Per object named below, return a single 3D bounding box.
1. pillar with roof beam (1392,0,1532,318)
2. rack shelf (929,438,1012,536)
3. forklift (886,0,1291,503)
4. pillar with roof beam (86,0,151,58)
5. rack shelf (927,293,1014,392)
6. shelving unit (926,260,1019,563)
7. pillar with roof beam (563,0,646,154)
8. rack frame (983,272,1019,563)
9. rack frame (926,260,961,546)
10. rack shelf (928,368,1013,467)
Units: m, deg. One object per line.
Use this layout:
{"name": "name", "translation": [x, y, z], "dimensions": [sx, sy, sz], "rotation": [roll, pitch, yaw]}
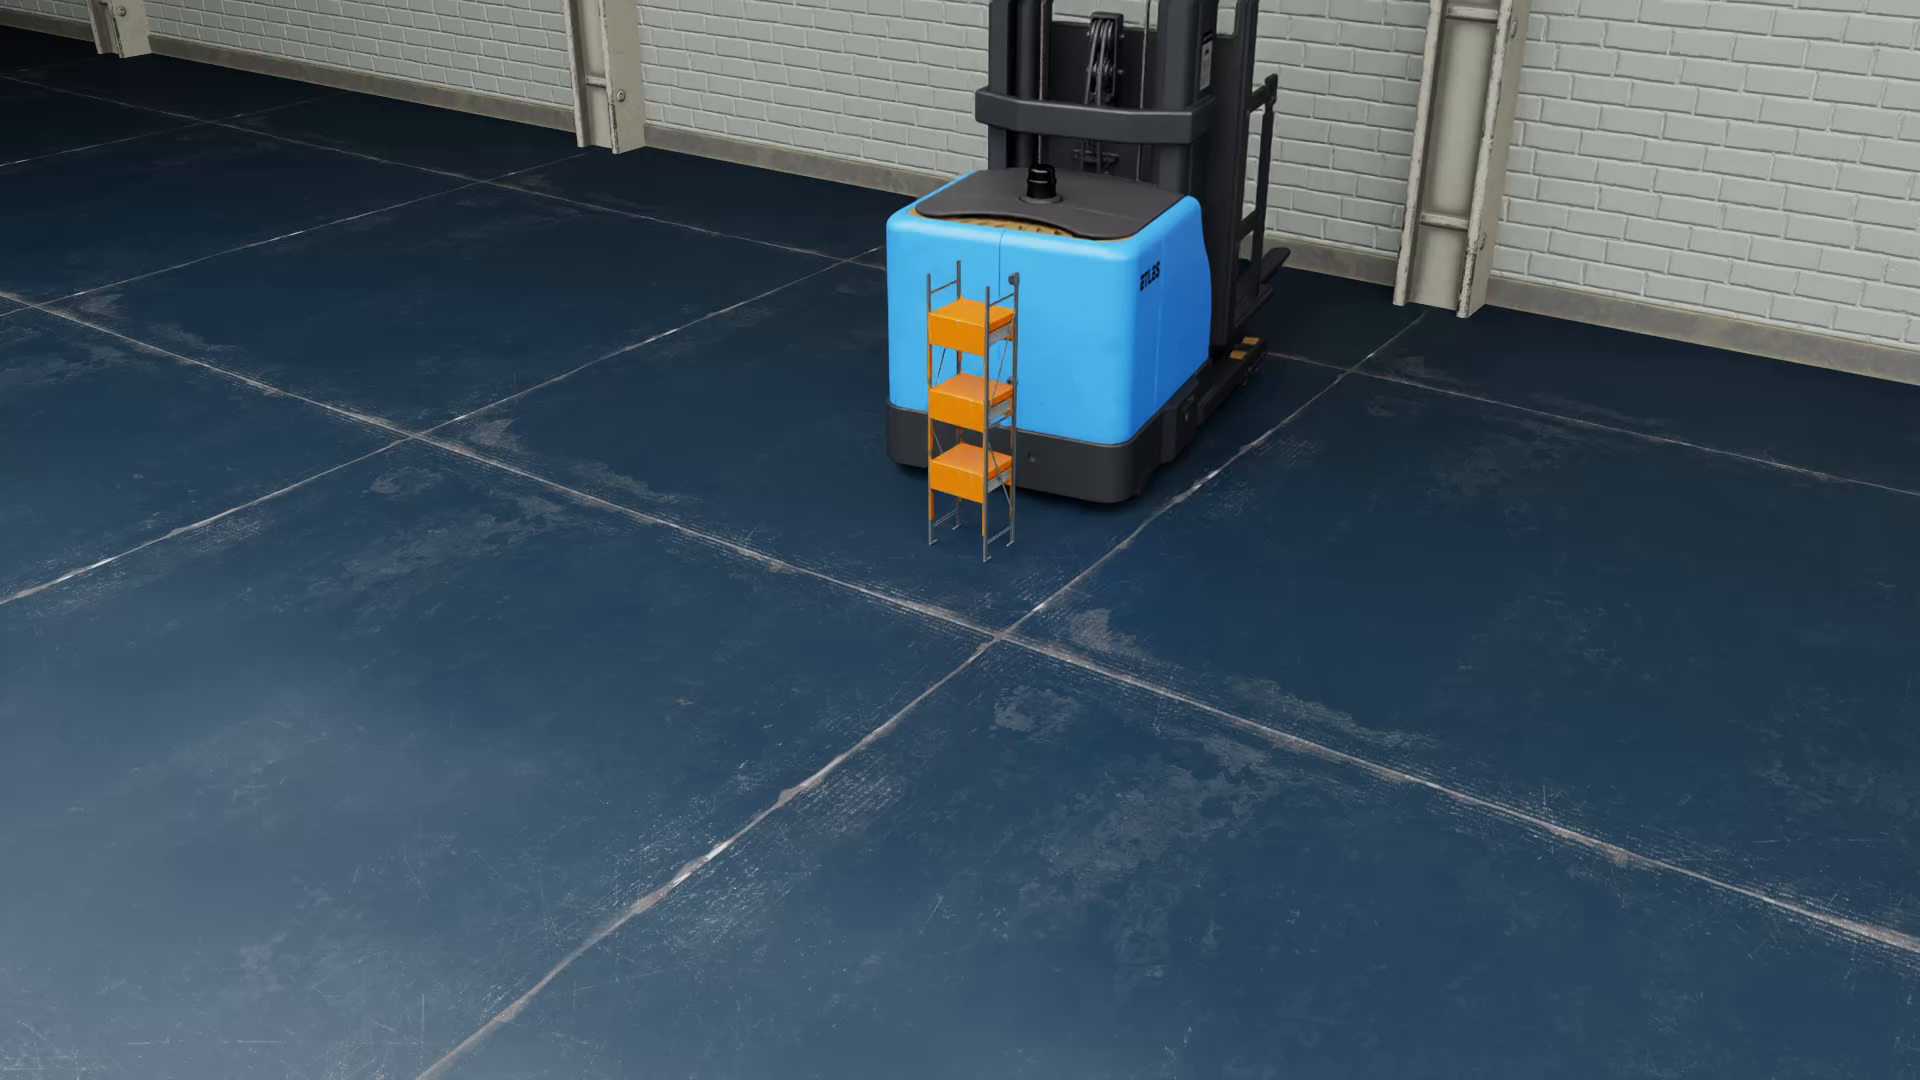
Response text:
{"name": "pillar with roof beam", "translation": [0.065, -3.638, 3.477], "dimensions": [0.400, 9.000, 9.100], "rotation": [17, 32, 30]}
{"name": "rack shelf", "translation": [0.044, -0.197, 6.116], "dimensions": [0.240, 0.259, 0.215], "rotation": [17, 32, 30]}
{"name": "forklift", "translation": [0.790, -2.089, 7.123], "dimensions": [1.130, 2.935, 3.031], "rotation": [12, 29, 22]}
{"name": "pillar with roof beam", "translation": [-9.826, -6.720, 9.532], "dimensions": [0.400, 9.000, 9.100], "rotation": [17, 32, 30]}
{"name": "rack shelf", "translation": [0.044, -0.698, 5.861], "dimensions": [0.240, 0.259, 0.215], "rotation": [17, 32, 30]}
{"name": "shelving unit", "translation": [0.044, -0.454, 5.985], "dimensions": [0.252, 1.050, 0.215], "rotation": [17, 32, 30]}
{"name": "pillar with roof beam", "translation": [-4.881, -5.179, 6.505], "dimensions": [0.400, 9.000, 9.100], "rotation": [17, 32, 30]}
{"name": "rack frame", "translation": [0.145, -0.423, 5.923], "dimensions": [0.008, 1.050, 0.200], "rotation": [17, 32, 30]}
{"name": "rack frame", "translation": [-0.056, -0.485, 6.046], "dimensions": [0.008, 1.050, 0.200], "rotation": [17, 32, 30]}
{"name": "rack shelf", "translation": [0.044, -0.445, 5.990], "dimensions": [0.240, 0.259, 0.215], "rotation": [17, 32, 30]}
